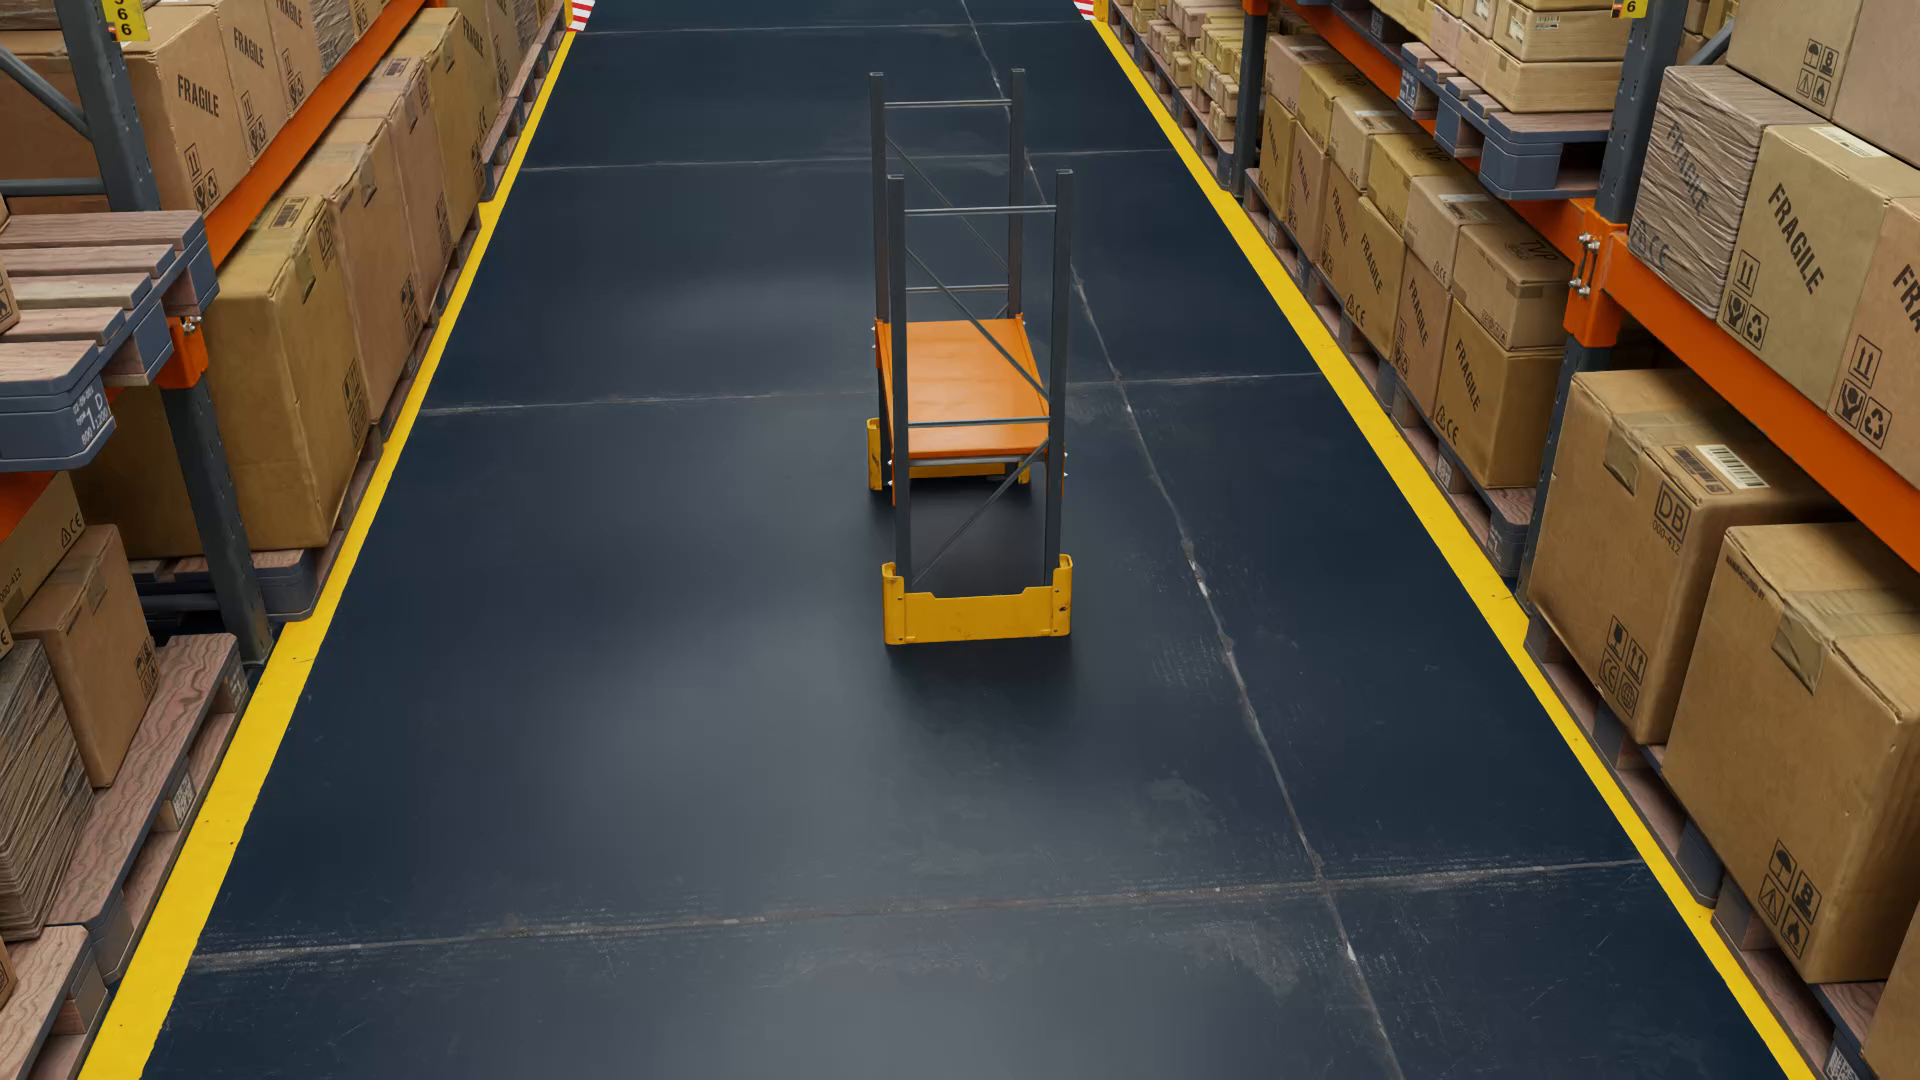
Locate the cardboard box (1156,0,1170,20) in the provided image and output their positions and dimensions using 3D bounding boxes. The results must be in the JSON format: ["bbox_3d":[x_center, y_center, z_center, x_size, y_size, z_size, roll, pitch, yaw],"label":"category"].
[{"bbox_3d":[1.474,-3.450,10.681,0.380,0.149,0.250,-4,31,-7],"label":"cardboard box"}]

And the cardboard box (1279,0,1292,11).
[{"bbox_3d":[2.084,-3.067,9.750,0.380,0.149,0.250,-2,31,-4],"label":"cardboard box"}]

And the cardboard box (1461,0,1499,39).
[{"bbox_3d":[1.786,-1.658,5.146,0.380,0.149,0.250,-2,31,-3],"label":"cardboard box"}]

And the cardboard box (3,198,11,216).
[{"bbox_3d":[-2.928,-1.188,4.717,0.500,0.500,0.500,-2,31,-3],"label":"cardboard box"}]

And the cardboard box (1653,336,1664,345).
[{"bbox_3d":[2.489,-0.884,5.602,0.500,0.250,0.500,-4,31,-7],"label":"cardboard box"}]

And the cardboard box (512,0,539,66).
[{"bbox_3d":[-3.158,-3.470,10.297,0.875,0.875,0.875,-3,31,-5],"label":"cardboard box"}]

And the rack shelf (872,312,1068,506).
[{"bbox_3d":[0.008,-0.446,5.385,0.538,0.185,1.000,-3,31,-5],"label":"rack shelf"}]

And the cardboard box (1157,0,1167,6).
[{"bbox_3d":[1.418,-3.433,10.362,0.380,0.149,0.250,-2,31,-4],"label":"cardboard box"}]

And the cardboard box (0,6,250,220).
[{"bbox_3d":[-2.410,-1.209,4.752,0.500,0.500,0.500,-2,31,-3],"label":"cardboard box"}]

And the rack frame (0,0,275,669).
[{"bbox_3d":[-2.635,-0.905,4.340,1.000,3.000,0.127,-3,31,-5],"label":"rack frame"}]

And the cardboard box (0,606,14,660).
[{"bbox_3d":[-2.483,0.268,3.653,0.500,0.250,0.500,1,31,1],"label":"cardboard box"}]

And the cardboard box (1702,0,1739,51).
[{"bbox_3d":[2.467,-1.548,4.961,0.380,0.149,0.250,-1,31,-2],"label":"cardboard box"}]

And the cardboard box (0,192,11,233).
[{"bbox_3d":[-2.545,-0.855,3.749,0.500,0.500,0.500,-6,31,-11],"label":"cardboard box"}]

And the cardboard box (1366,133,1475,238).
[{"bbox_3d":[1.897,-1.374,6.423,0.500,0.250,0.500,-2,31,-3],"label":"cardboard box"}]

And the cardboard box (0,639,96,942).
[{"bbox_3d":[-2.488,0.603,3.824,0.700,0.500,0.500,-5,31,-9],"label":"cardboard box"}]

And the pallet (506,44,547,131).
[{"bbox_3d":[-3.119,-2.767,10.176,1.003,0.211,1.213,-3,31,-5],"label":"pallet"}]

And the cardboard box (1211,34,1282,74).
[{"bbox_3d":[1.583,-2.643,9.040,0.380,0.149,0.250,-2,31,-4],"label":"cardboard box"}]

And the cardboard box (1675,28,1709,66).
[{"bbox_3d":[2.446,-1.539,5.236,0.380,0.149,0.250,-1,31,-2],"label":"cardboard box"}]

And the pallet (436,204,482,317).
[{"bbox_3d":[-2.862,-1.360,7.821,1.003,0.211,1.213,-3,31,-5],"label":"pallet"}]

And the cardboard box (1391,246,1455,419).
[{"bbox_3d":[1.946,-0.787,6.171,0.500,0.500,0.500,-2,31,-3],"label":"cardboard box"}]

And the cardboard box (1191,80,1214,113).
[{"bbox_3d":[1.533,-2.542,9.452,0.380,0.149,0.250,-4,31,-6],"label":"cardboard box"}]

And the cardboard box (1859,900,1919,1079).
[{"bbox_3d":[2.452,0.931,3.050,1.050,0.750,0.750,-3,31,-5],"label":"cardboard box"}]

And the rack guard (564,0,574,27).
[{"bbox_3d":[-3.385,-3.929,11.840,1.175,0.500,0.348,-3,31,-5],"label":"rack guard"}]

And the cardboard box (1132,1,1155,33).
[{"bbox_3d":[1.346,-3.457,10.983,0.380,0.149,0.250,-2,31,-4],"label":"cardboard box"}]

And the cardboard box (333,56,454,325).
[{"bbox_3d":[-2.845,-1.434,6.887,1.225,0.875,0.875,-4,31,-6],"label":"cardboard box"}]

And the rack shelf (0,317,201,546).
[{"bbox_3d":[-2.449,0.425,2.815,1.077,0.370,4.000,-3,31,-5],"label":"rack shelf"}]

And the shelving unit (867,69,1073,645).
[{"bbox_3d":[0.007,-0.605,5.300,0.587,1.500,1.083,-3,31,-5],"label":"shelving unit"}]

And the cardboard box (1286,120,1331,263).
[{"bbox_3d":[1.795,-1.581,7.499,0.500,0.500,0.500,-1,31,-2],"label":"cardboard box"}]

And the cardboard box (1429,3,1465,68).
[{"bbox_3d":[1.763,-1.652,5.425,0.380,0.149,0.250,-2,31,-4],"label":"cardboard box"}]

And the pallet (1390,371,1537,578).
[{"bbox_3d":[2.241,-0.293,6.035,1.003,0.211,1.213,-3,31,-5],"label":"pallet"}]

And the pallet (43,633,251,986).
[{"bbox_3d":[-2.564,0.691,4.387,1.003,0.211,1.213,-3,31,-5],"label":"pallet"}]

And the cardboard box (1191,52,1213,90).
[{"bbox_3d":[1.512,-2.637,9.320,0.380,0.149,0.250,-4,31,-6],"label":"cardboard box"}]

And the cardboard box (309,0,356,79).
[{"bbox_3d":[-2.557,-1.989,6.058,0.500,0.500,0.500,-3,31,-4],"label":"cardboard box"}]

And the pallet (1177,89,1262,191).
[{"bbox_3d":[1.841,-2.277,9.357,1.003,0.211,1.213,-3,31,-5],"label":"pallet"}]

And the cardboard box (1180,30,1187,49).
[{"bbox_3d":[1.538,-3.036,9.989,0.380,0.149,0.250,-4,31,-7],"label":"cardboard box"}]

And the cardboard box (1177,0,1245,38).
[{"bbox_3d":[1.489,-3.040,9.704,0.380,0.149,0.250,-4,31,-7],"label":"cardboard box"}]

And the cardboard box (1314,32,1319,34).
[{"bbox_3d":[2.146,-2.674,9.093,0.380,0.149,0.250,-1,31,-2],"label":"cardboard box"}]

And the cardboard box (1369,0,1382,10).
[{"bbox_3d":[1.694,-2.049,6.090,0.380,0.149,0.250,-2,31,-3],"label":"cardboard box"}]

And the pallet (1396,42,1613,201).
[{"bbox_3d":[2.140,-1.368,5.302,1.213,0.211,1.003,-3,31,-5],"label":"pallet"}]

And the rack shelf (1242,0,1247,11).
[{"bbox_3d":[1.752,-3.846,9.965,1.077,0.370,4.000,-3,31,-5],"label":"rack shelf"}]

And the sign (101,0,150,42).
[{"bbox_3d":[-2.096,-1.399,4.115,0.100,0.325,0.005,-3,31,-5],"label":"sign"}]

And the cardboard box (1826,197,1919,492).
[{"bbox_3d":[2.182,-0.375,3.355,0.500,0.500,0.500,-3,31,-5],"label":"cardboard box"}]

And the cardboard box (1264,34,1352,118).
[{"bbox_3d":[1.744,-2.173,7.759,0.500,0.250,0.500,-4,31,-7],"label":"cardboard box"}]

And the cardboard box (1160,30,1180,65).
[{"bbox_3d":[1.453,-3.060,10.319,0.380,0.149,0.250,-3,31,-5],"label":"cardboard box"}]
